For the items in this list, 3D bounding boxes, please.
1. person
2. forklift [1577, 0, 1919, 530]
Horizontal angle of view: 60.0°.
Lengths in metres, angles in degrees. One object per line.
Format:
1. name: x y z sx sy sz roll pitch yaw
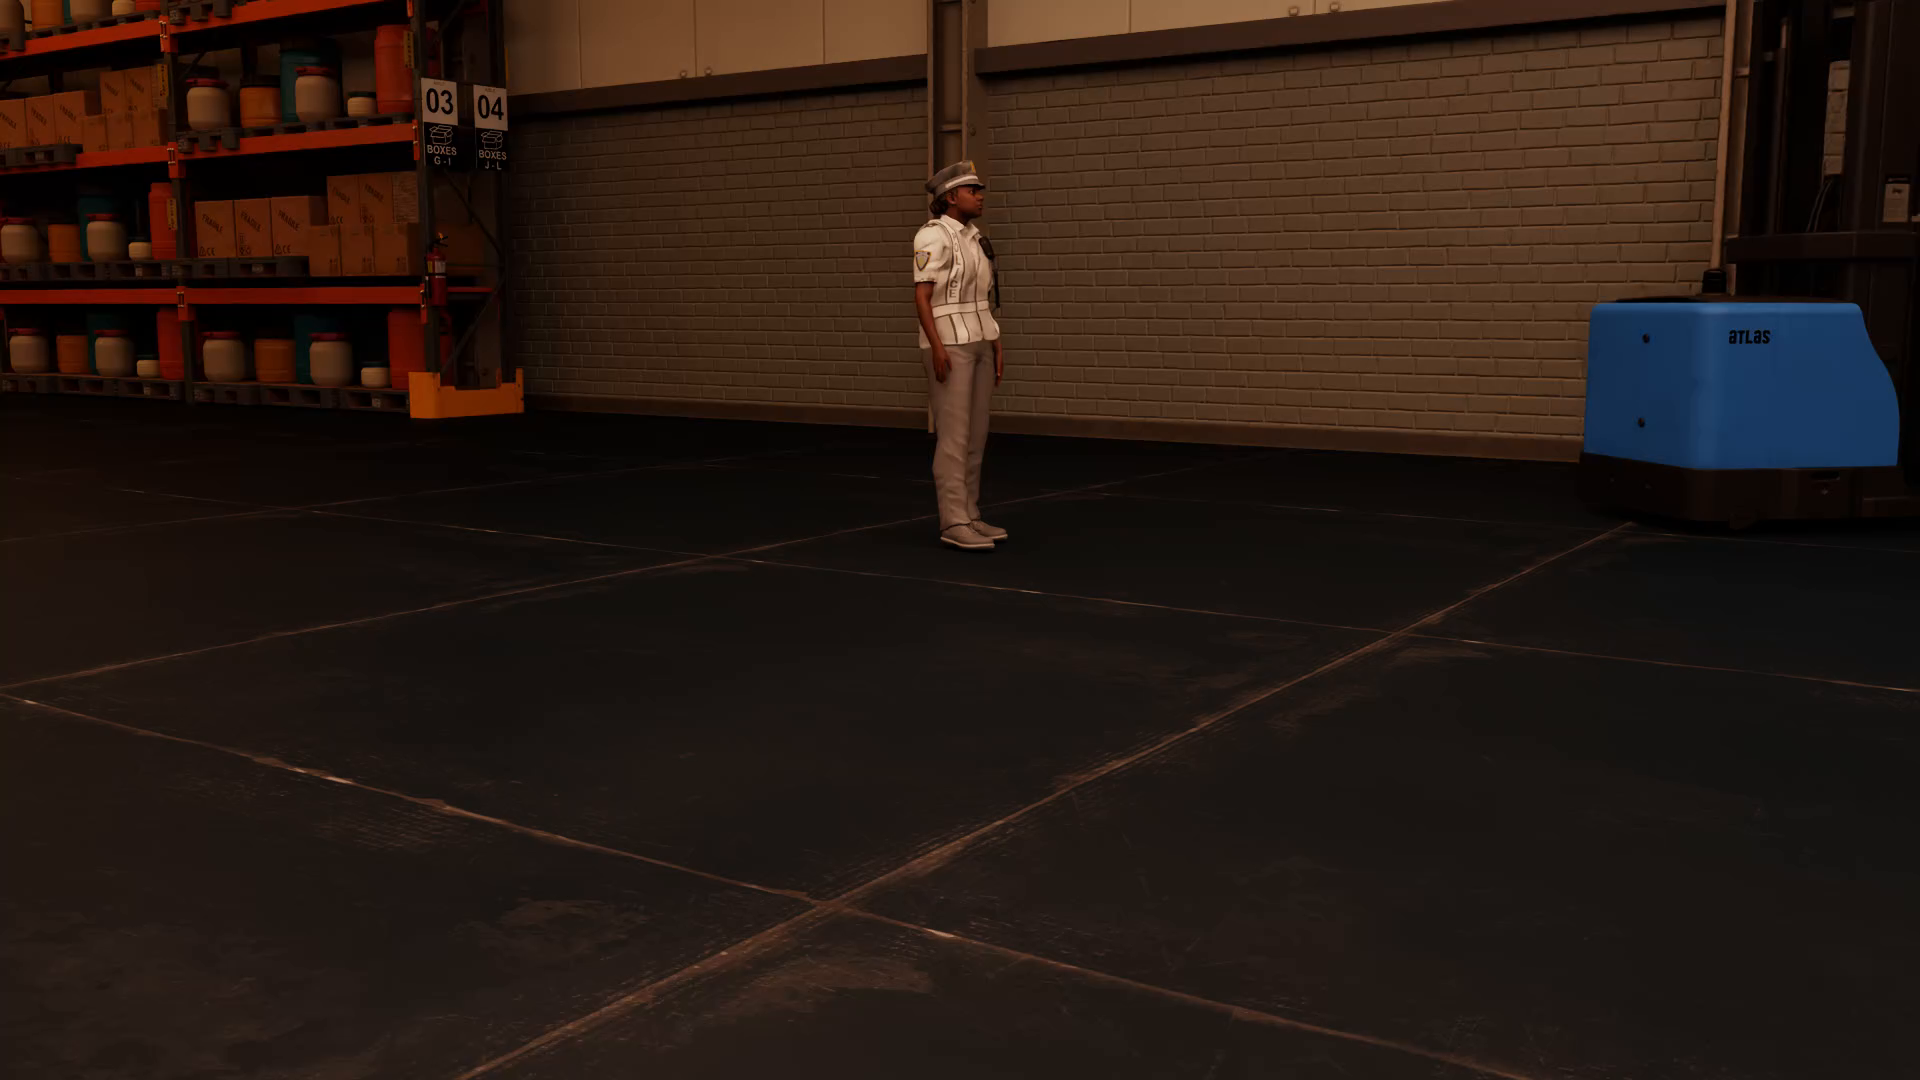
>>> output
1. person: 0.052 -0.837 7.426 0.528 1.694 0.570 5 10 34
2. forklift: 4.769 -1.576 8.277 3.031 2.935 1.130 -2 8 -11
